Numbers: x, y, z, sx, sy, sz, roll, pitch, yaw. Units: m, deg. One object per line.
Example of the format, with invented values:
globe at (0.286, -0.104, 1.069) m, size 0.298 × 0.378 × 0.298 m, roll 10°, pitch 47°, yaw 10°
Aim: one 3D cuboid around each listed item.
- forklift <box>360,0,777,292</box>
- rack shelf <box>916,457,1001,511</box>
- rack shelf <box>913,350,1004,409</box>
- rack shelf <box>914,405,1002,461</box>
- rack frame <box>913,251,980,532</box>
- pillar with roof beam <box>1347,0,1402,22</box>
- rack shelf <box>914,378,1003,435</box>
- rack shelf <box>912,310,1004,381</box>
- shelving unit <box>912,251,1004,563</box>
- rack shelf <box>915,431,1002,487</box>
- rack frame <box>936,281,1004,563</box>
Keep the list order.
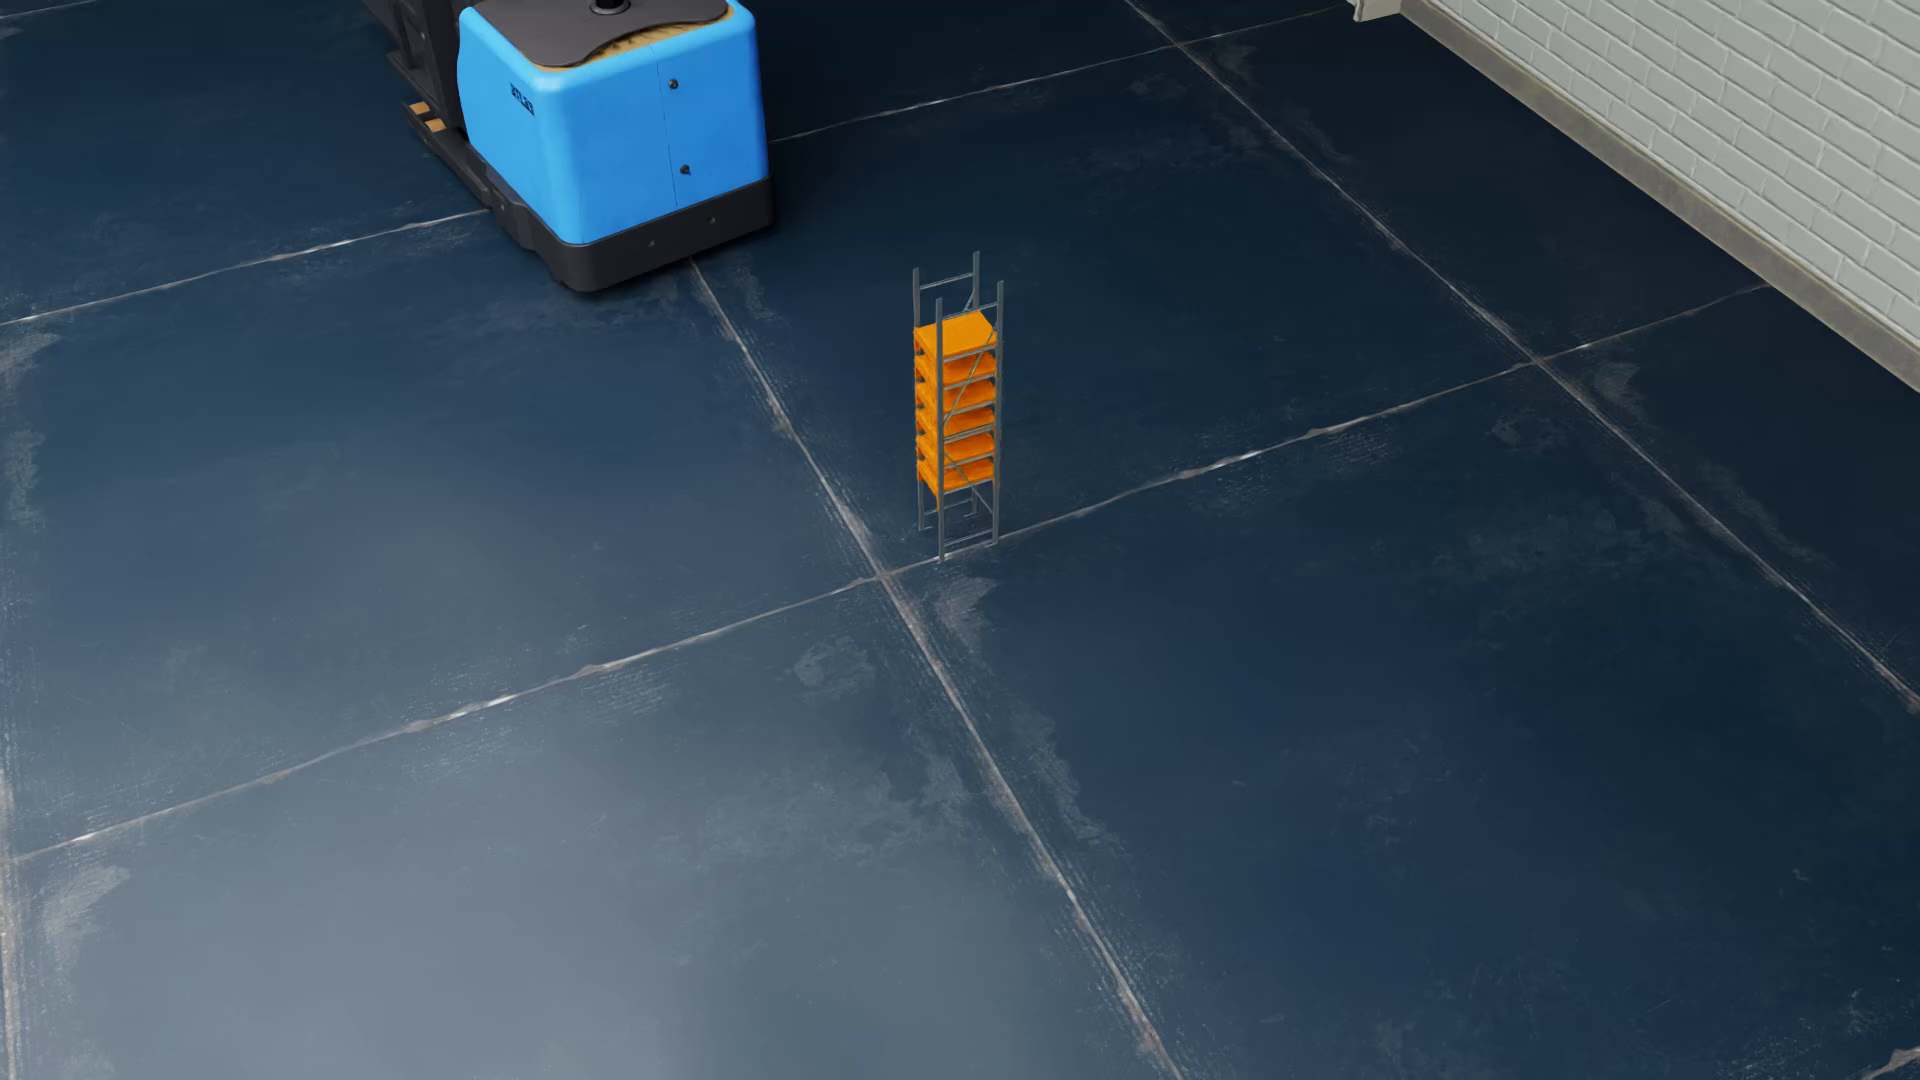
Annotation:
forklift at (-2.105, -3.121, 7.326) m, size 1.130 × 2.935 × 3.031 m, roll -27°, pitch 50°, yaw -24°
rack shelf at (-0.006, -0.234, 6.038) m, size 0.258 × 0.103 × 0.180 m, roll -18°, pitch 47°, yaw -17°
rack shelf at (-0.006, -0.576, 5.701) m, size 0.258 × 0.103 × 0.180 m, roll -18°, pitch 47°, yaw -17°
rack shelf at (-0.006, -0.405, 5.869) m, size 0.258 × 0.103 × 0.180 m, roll -18°, pitch 47°, yaw -17°
rack frame at (-0.045, -0.495, 5.897) m, size 0.240 × 1.200 × 0.006 m, roll -18°, pitch 47°, yaw -17°
pillar with roof beam at (-1.663, -4.945, 4.854) m, size 9.100 × 9.000 × 0.400 m, roll -18°, pitch 47°, yaw -17°
rack shelf at (-0.006, -0.490, 5.785) m, size 0.258 × 0.103 × 0.180 m, roll -18°, pitch 47°, yaw -17°
rack shelf at (-0.006, -0.661, 5.616) m, size 0.258 × 0.103 × 0.180 m, roll -18°, pitch 47°, yaw -17°
shelving unit at (-0.006, -0.436, 5.838) m, size 0.258 × 1.200 × 0.189 m, roll -18°, pitch 47°, yaw -17°
rack shelf at (-0.006, -0.319, 5.953) m, size 0.258 × 0.103 × 0.180 m, roll -18°, pitch 47°, yaw -17°
rack frame at (0.032, -0.378, 5.779) m, size 0.240 × 1.200 × 0.006 m, roll -18°, pitch 47°, yaw -17°
